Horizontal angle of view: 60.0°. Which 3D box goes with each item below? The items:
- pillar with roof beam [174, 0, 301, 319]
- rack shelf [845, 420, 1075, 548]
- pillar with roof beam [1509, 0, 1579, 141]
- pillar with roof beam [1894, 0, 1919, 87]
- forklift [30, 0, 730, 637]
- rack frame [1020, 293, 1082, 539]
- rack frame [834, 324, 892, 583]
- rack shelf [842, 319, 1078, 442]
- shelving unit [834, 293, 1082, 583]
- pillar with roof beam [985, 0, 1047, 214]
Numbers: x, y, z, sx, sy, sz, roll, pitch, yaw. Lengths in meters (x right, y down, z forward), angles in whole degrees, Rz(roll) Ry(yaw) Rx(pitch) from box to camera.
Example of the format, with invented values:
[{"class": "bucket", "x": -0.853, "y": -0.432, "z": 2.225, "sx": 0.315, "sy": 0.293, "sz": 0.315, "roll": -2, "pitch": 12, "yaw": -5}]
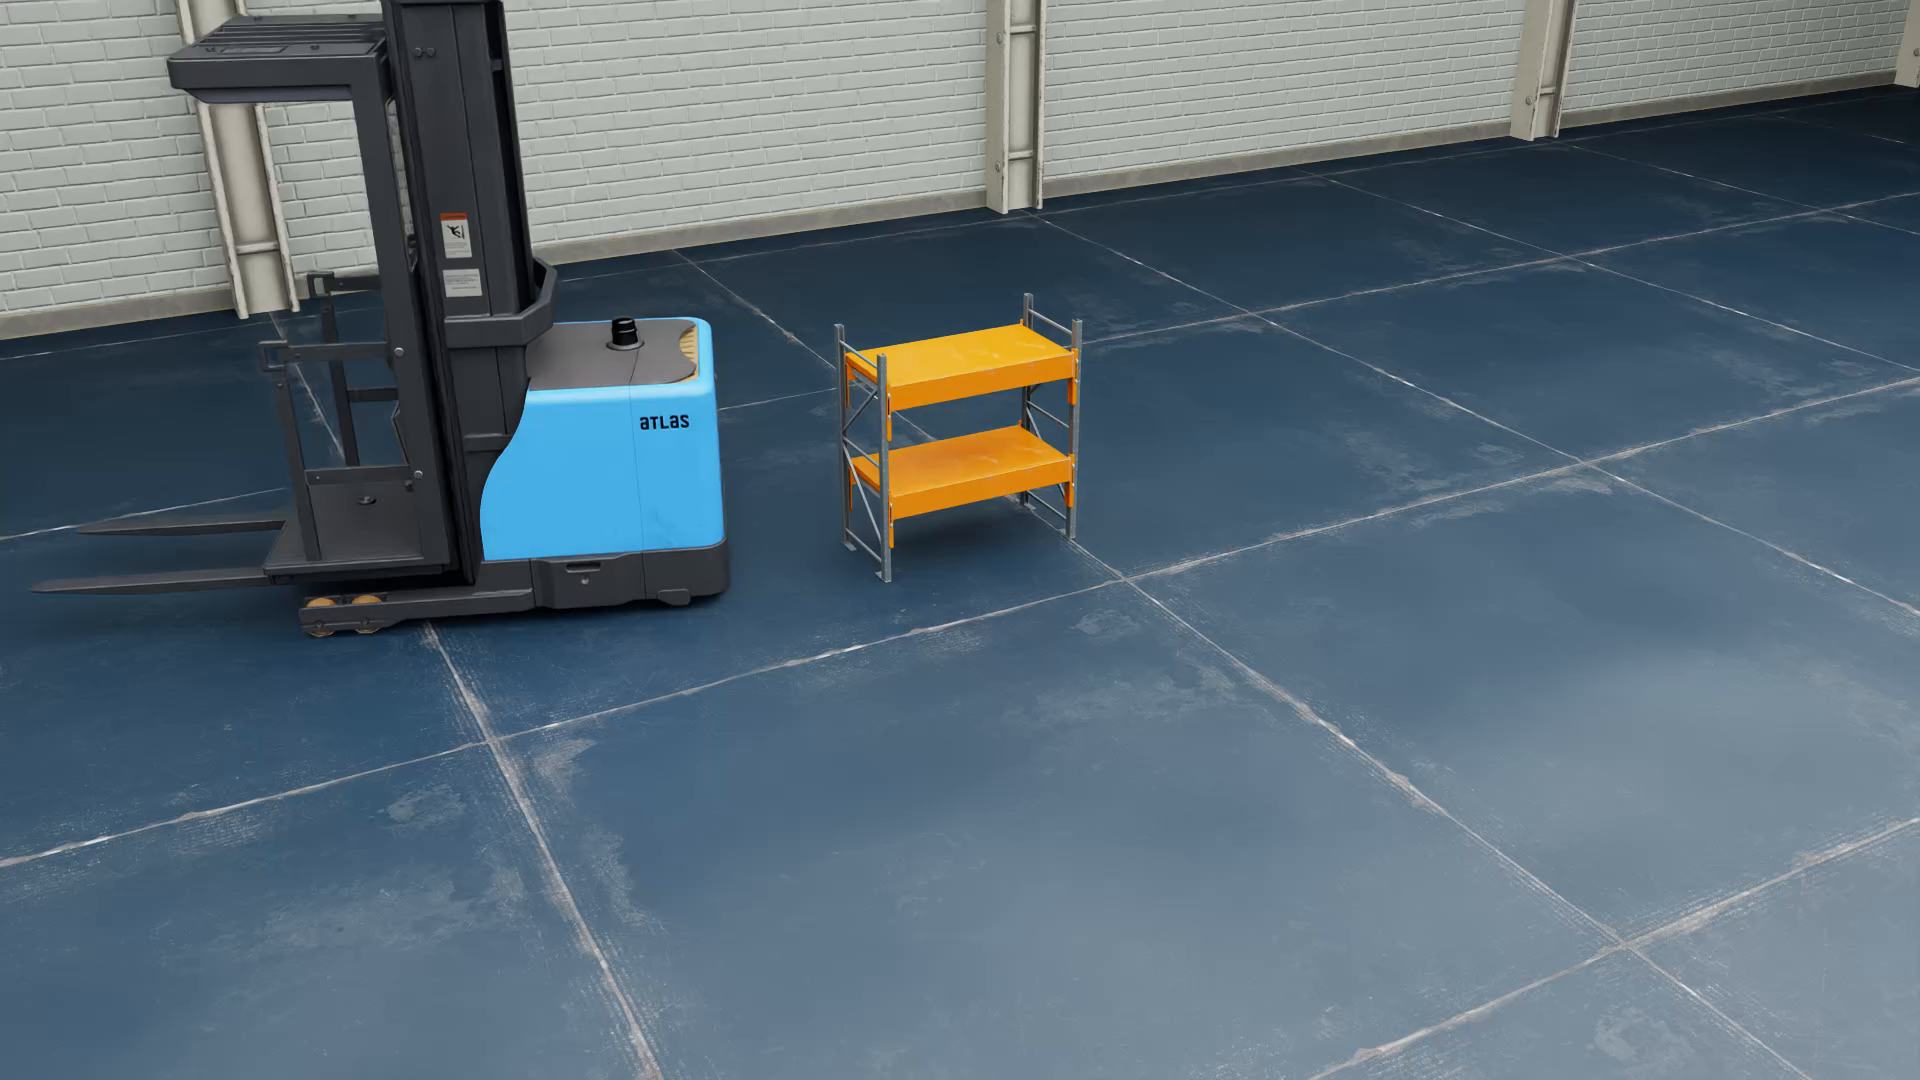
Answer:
[{"class": "pillar with roof beam", "x": -2.811, "y": -4.027, "z": 6.240, "sx": 0.400, "sy": 9.000, "sz": 9.100, "roll": -13, "pitch": 29, "yaw": -25}, {"class": "rack shelf", "x": -0.006, "y": -0.285, "z": 8.109, "sx": 1.000, "sy": 0.278, "sz": 0.538, "roll": -13, "pitch": 29, "yaw": -25}, {"class": "pillar with roof beam", "x": 7.777, "y": -6.471, "z": 11.330, "sx": 0.400, "sy": 9.000, "sz": 9.100, "roll": -13, "pitch": 29, "yaw": -25}, {"class": "pillar with roof beam", "x": 13.071, "y": -7.693, "z": 13.875, "sx": 0.400, "sy": 9.000, "sz": 9.100, "roll": -13, "pitch": 29, "yaw": -25}, {"class": "forklift", "x": -2.622, "y": -1.139, "z": 7.235, "sx": 3.031, "sy": 2.935, "sz": 1.130, "roll": -4, "pitch": 26, "yaw": -8}, {"class": "rack frame", "x": 0.443, "y": -0.609, "z": 8.219, "sx": 0.032, "sy": 1.125, "sz": 0.500, "roll": -13, "pitch": 29, "yaw": -25}, {"class": "rack frame", "x": -0.455, "y": -0.402, "z": 7.788, "sx": 0.032, "sy": 1.125, "sz": 0.500, "roll": -13, "pitch": 29, "yaw": -25}, {"class": "rack shelf", "x": -0.006, "y": -0.770, "z": 7.877, "sx": 1.000, "sy": 0.278, "sz": 0.538, "roll": -13, "pitch": 29, "yaw": -25}, {"class": "shelving unit", "x": -0.006, "y": -0.506, "z": 8.004, "sx": 1.048, "sy": 1.125, "sz": 0.538, "roll": -13, "pitch": 29, "yaw": -25}, {"class": "pillar with roof beam", "x": 2.483, "y": -5.249, "z": 8.785, "sx": 0.400, "sy": 9.000, "sz": 9.100, "roll": -13, "pitch": 29, "yaw": -25}]
